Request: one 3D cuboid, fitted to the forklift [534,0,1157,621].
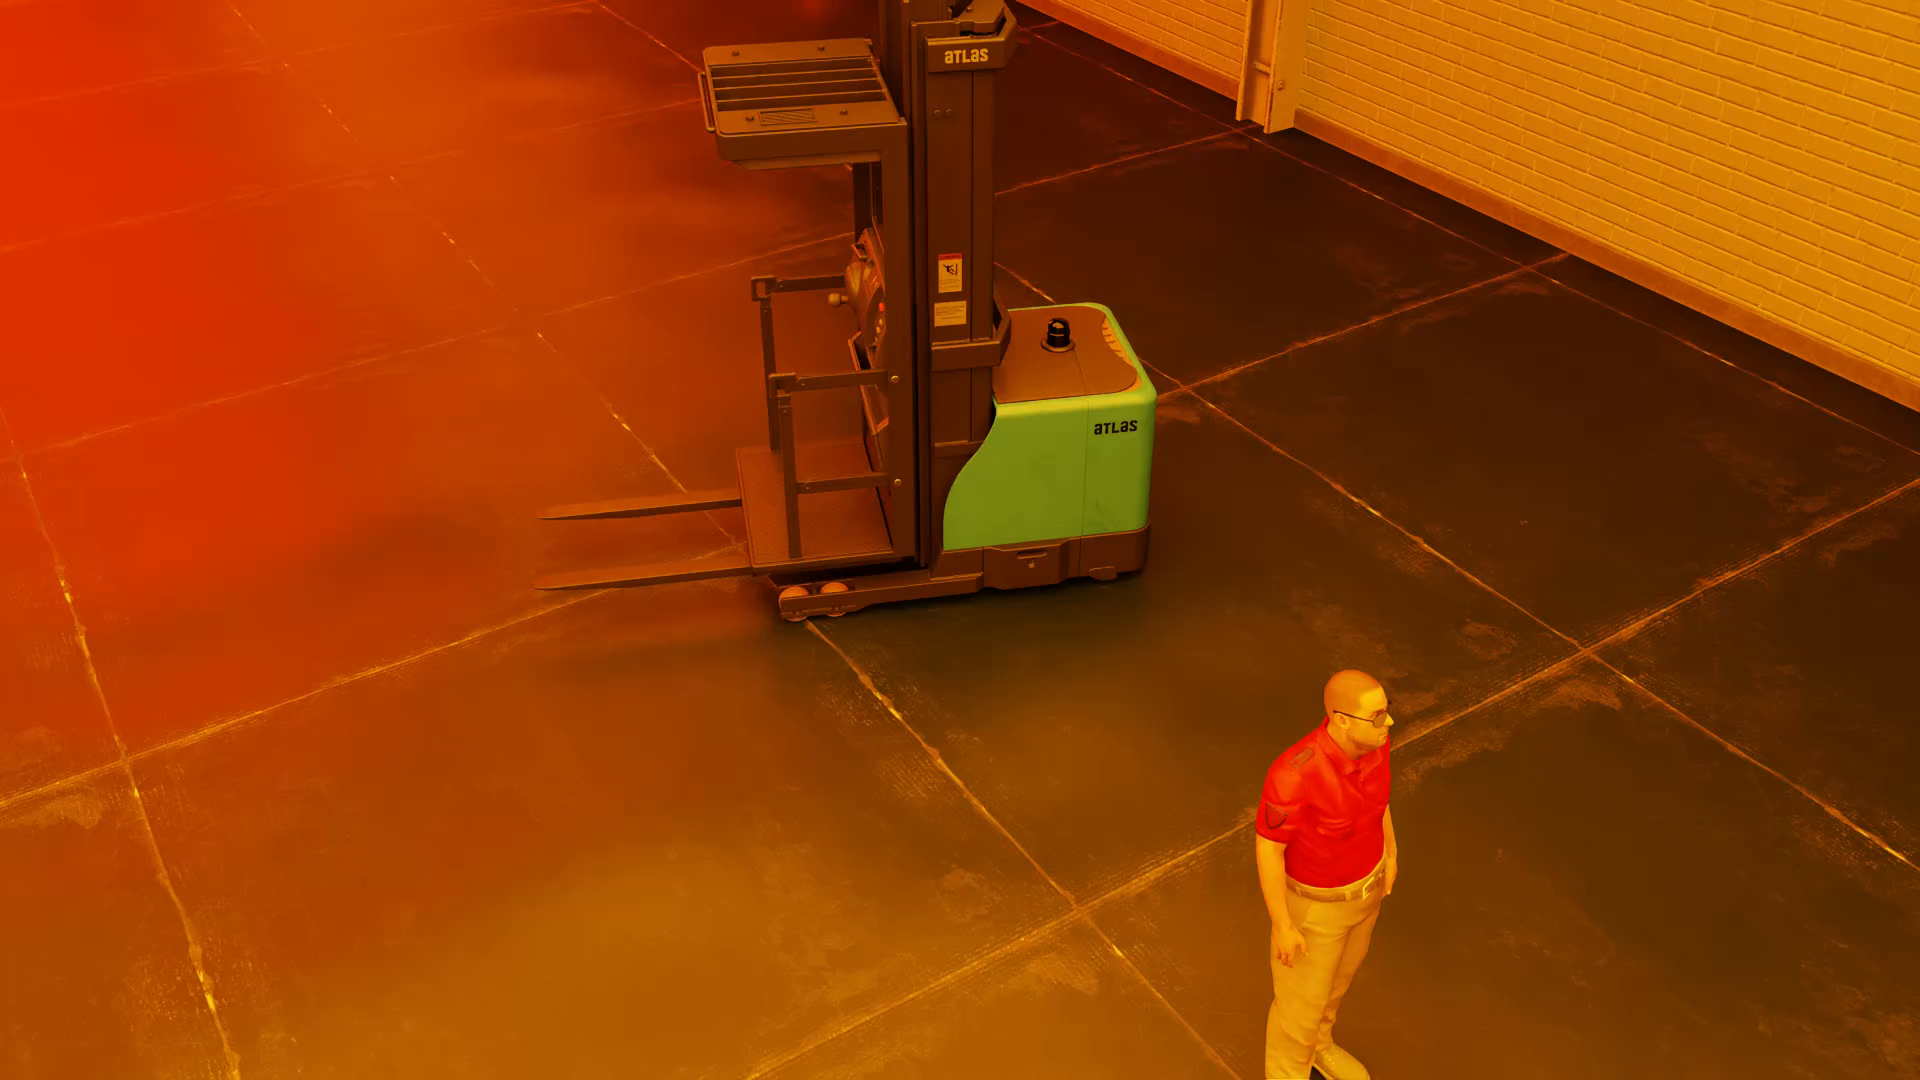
[{"bbox_3d":[-0.618,-1.133,7.761,3.031,2.935,1.130,-6,36,-9],"label":"forklift"}]

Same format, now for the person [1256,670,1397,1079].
[{"bbox_3d":[1.278,1.206,5.465,0.640,1.727,0.551,-27,43,-33],"label":"person"}]
